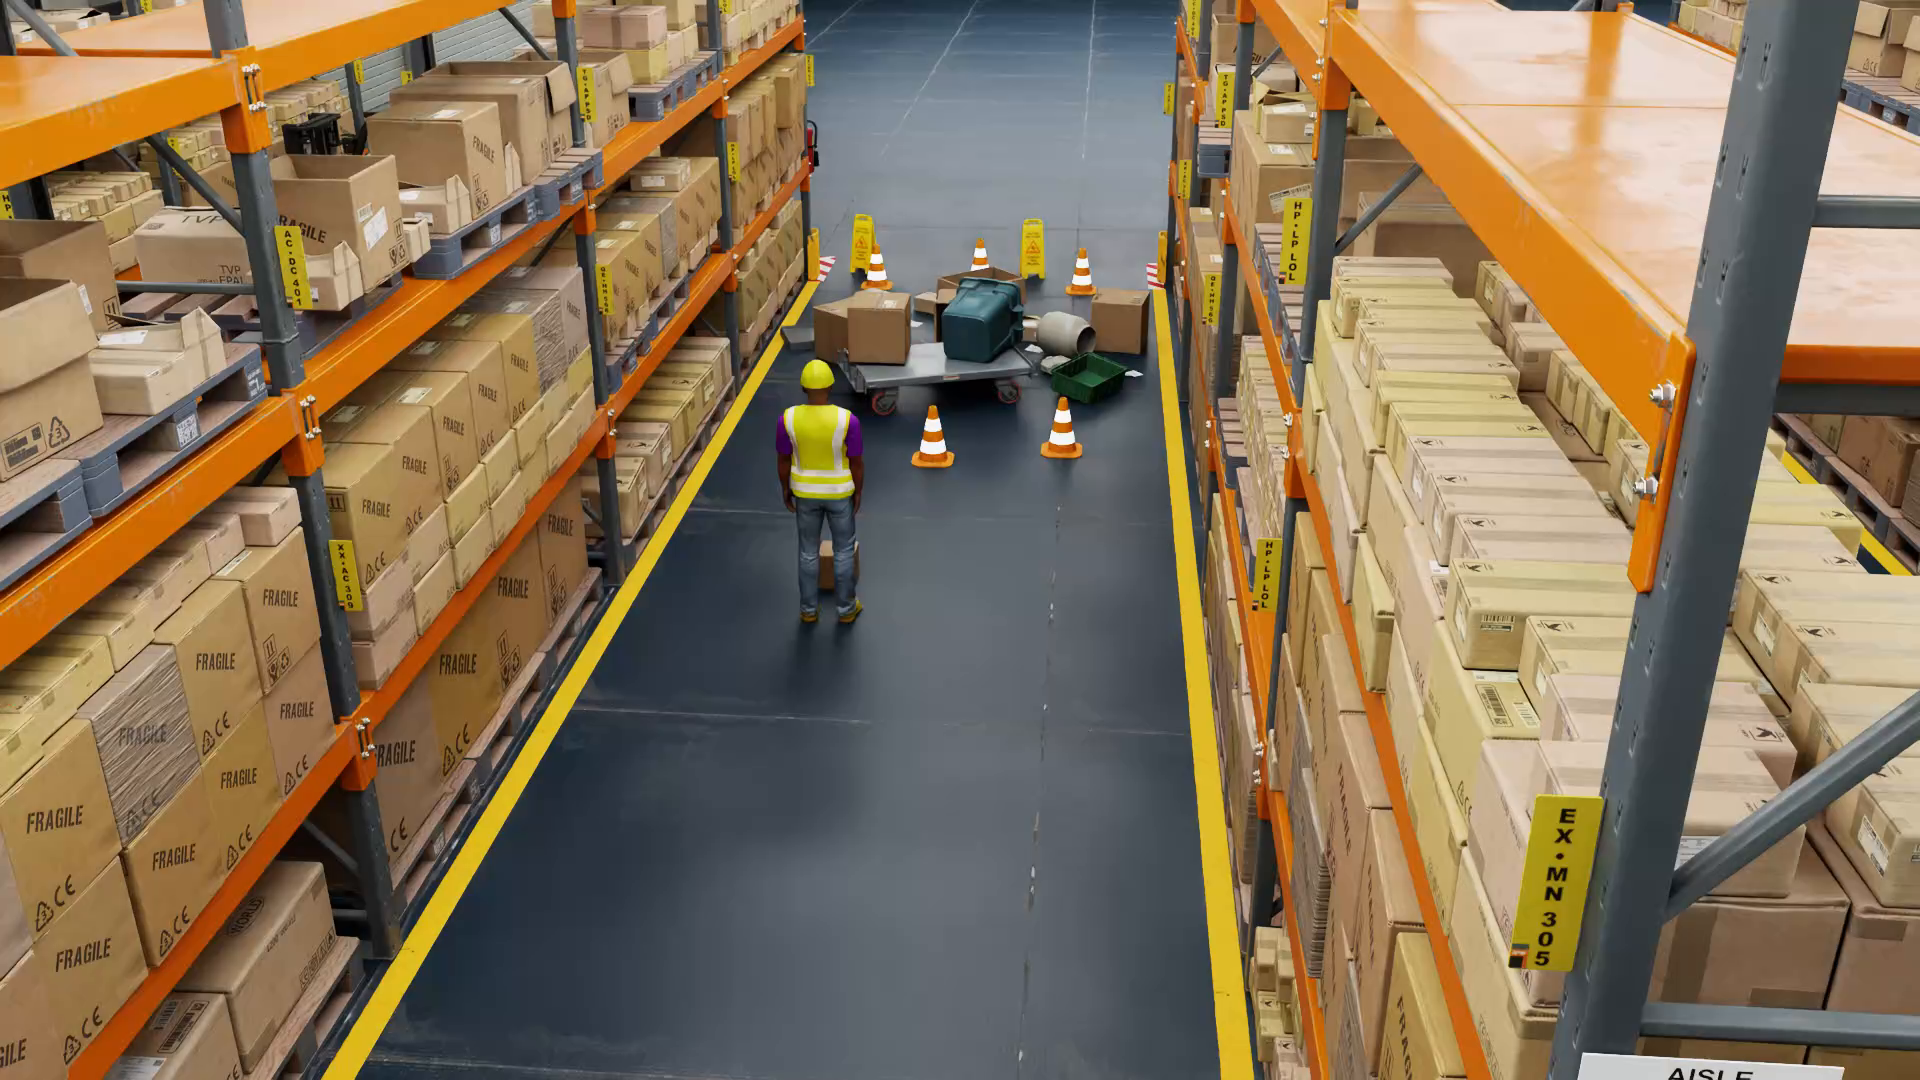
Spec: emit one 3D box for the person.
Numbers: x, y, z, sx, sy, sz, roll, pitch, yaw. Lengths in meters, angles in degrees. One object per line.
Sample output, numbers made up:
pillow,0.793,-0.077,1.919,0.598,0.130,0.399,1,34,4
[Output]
person,-0.884,-0.310,10.669,0.561,1.762,0.354,2,24,5
